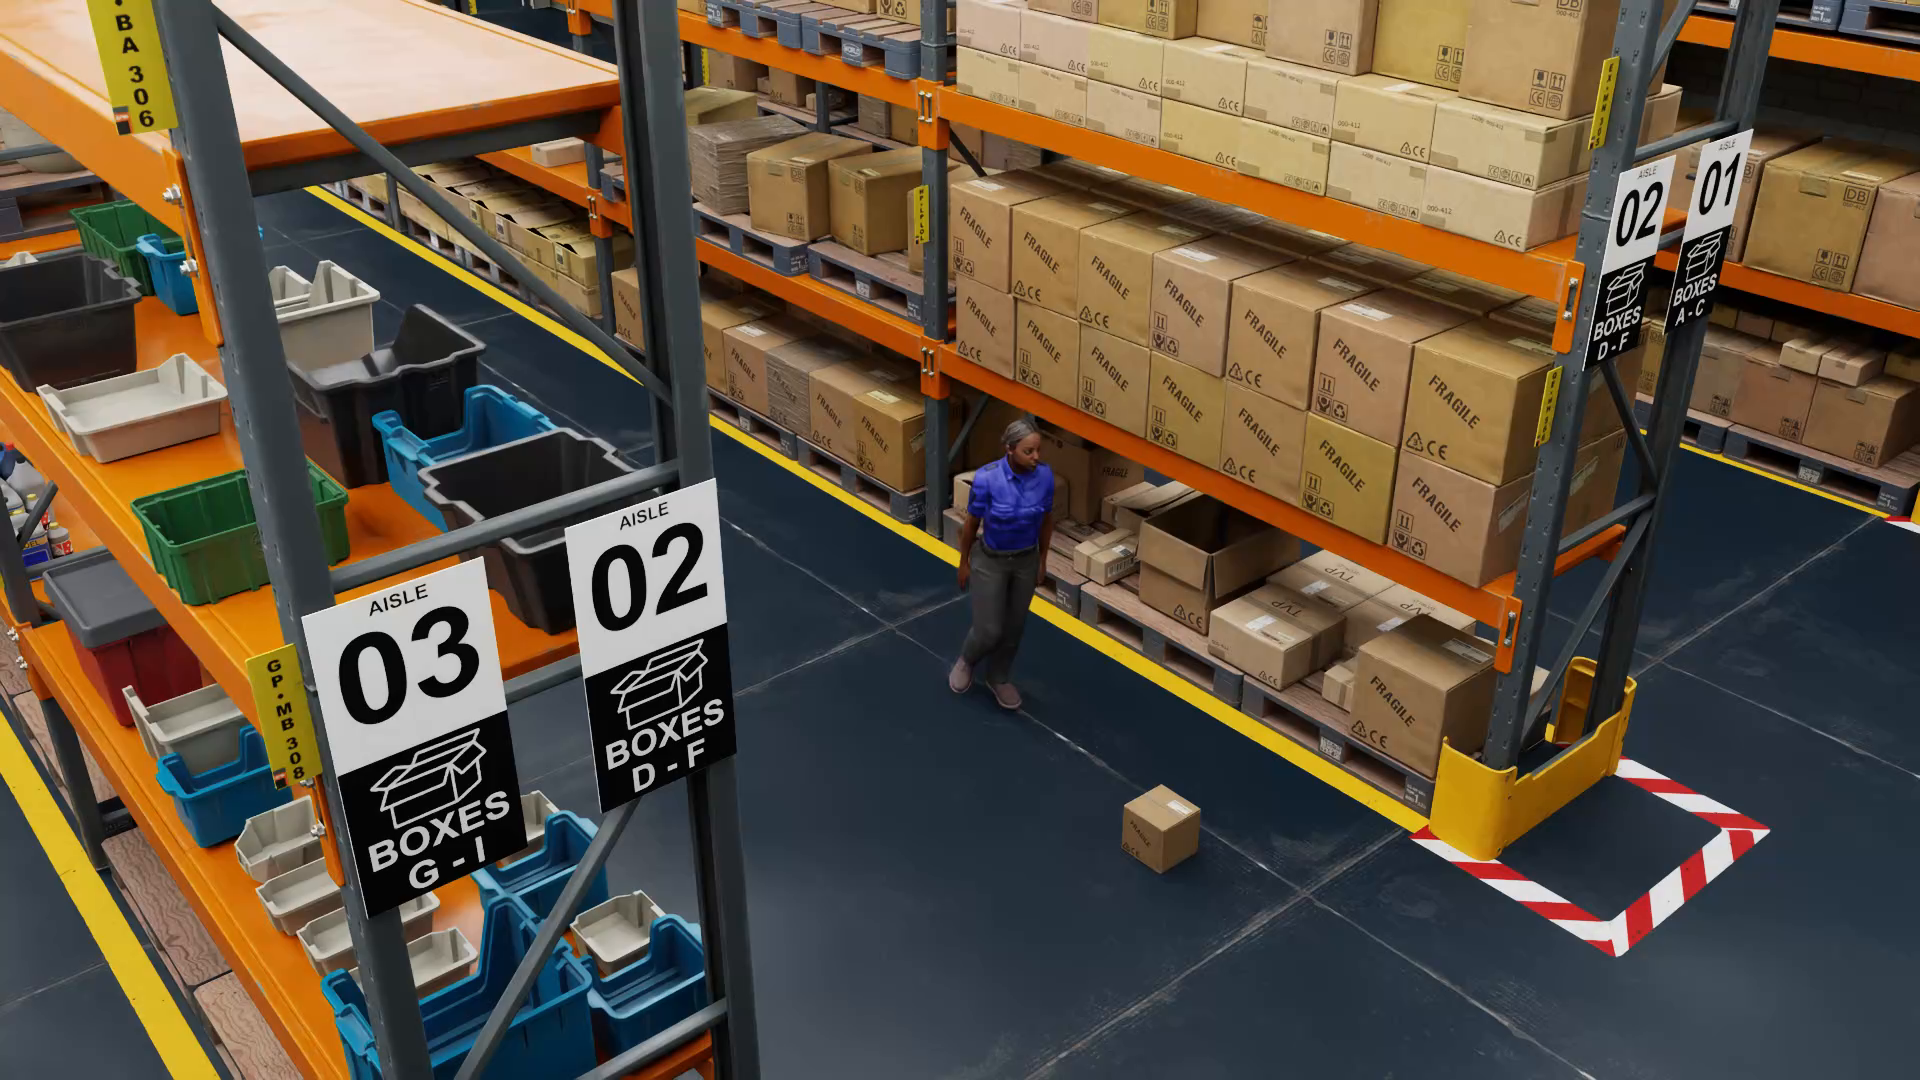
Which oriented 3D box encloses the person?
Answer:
[{"bbox_3d":[0.210,0.109,8.408,0.511,1.649,0.466,-11,30,-20],"label":"person"}]
